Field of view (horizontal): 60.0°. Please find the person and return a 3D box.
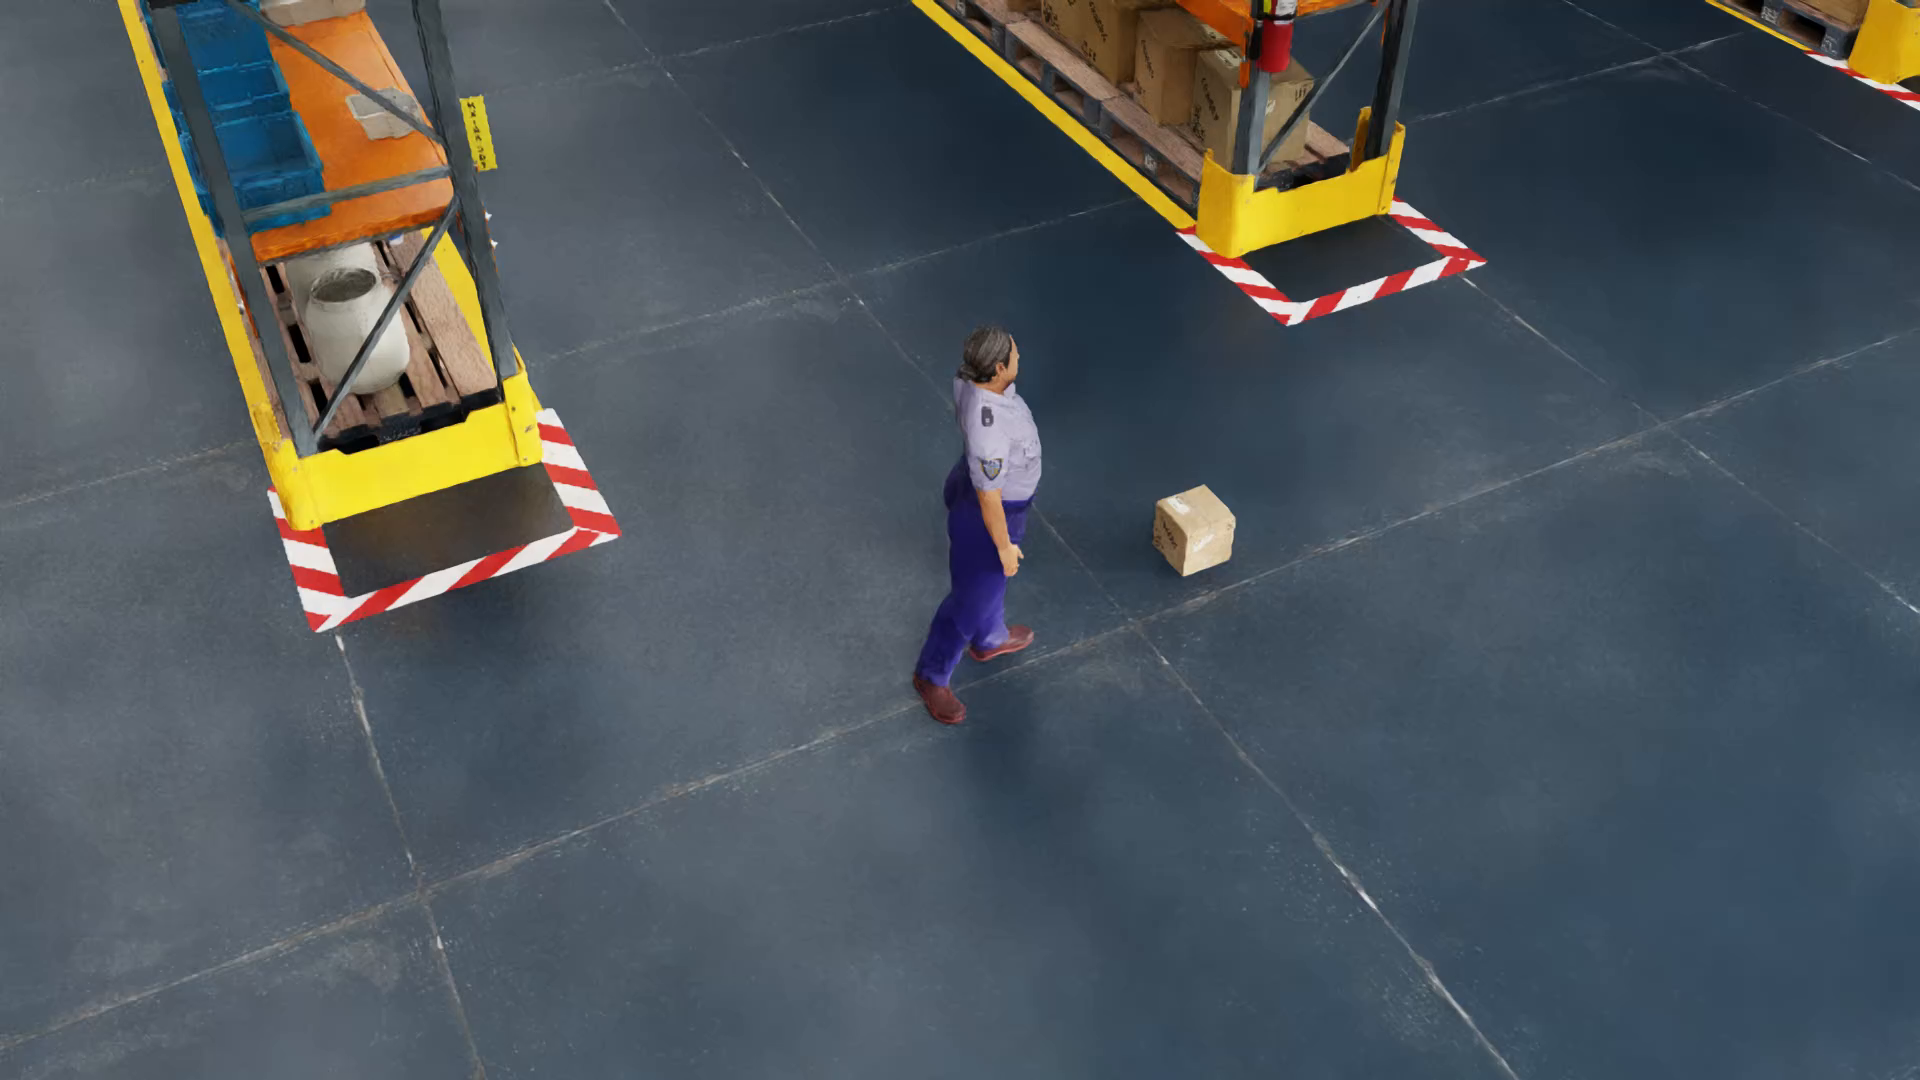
[{"bbox_3d":[0.060,-0.094,6.283,0.521,1.648,0.667,-3,42,-4],"label":"person"}]
